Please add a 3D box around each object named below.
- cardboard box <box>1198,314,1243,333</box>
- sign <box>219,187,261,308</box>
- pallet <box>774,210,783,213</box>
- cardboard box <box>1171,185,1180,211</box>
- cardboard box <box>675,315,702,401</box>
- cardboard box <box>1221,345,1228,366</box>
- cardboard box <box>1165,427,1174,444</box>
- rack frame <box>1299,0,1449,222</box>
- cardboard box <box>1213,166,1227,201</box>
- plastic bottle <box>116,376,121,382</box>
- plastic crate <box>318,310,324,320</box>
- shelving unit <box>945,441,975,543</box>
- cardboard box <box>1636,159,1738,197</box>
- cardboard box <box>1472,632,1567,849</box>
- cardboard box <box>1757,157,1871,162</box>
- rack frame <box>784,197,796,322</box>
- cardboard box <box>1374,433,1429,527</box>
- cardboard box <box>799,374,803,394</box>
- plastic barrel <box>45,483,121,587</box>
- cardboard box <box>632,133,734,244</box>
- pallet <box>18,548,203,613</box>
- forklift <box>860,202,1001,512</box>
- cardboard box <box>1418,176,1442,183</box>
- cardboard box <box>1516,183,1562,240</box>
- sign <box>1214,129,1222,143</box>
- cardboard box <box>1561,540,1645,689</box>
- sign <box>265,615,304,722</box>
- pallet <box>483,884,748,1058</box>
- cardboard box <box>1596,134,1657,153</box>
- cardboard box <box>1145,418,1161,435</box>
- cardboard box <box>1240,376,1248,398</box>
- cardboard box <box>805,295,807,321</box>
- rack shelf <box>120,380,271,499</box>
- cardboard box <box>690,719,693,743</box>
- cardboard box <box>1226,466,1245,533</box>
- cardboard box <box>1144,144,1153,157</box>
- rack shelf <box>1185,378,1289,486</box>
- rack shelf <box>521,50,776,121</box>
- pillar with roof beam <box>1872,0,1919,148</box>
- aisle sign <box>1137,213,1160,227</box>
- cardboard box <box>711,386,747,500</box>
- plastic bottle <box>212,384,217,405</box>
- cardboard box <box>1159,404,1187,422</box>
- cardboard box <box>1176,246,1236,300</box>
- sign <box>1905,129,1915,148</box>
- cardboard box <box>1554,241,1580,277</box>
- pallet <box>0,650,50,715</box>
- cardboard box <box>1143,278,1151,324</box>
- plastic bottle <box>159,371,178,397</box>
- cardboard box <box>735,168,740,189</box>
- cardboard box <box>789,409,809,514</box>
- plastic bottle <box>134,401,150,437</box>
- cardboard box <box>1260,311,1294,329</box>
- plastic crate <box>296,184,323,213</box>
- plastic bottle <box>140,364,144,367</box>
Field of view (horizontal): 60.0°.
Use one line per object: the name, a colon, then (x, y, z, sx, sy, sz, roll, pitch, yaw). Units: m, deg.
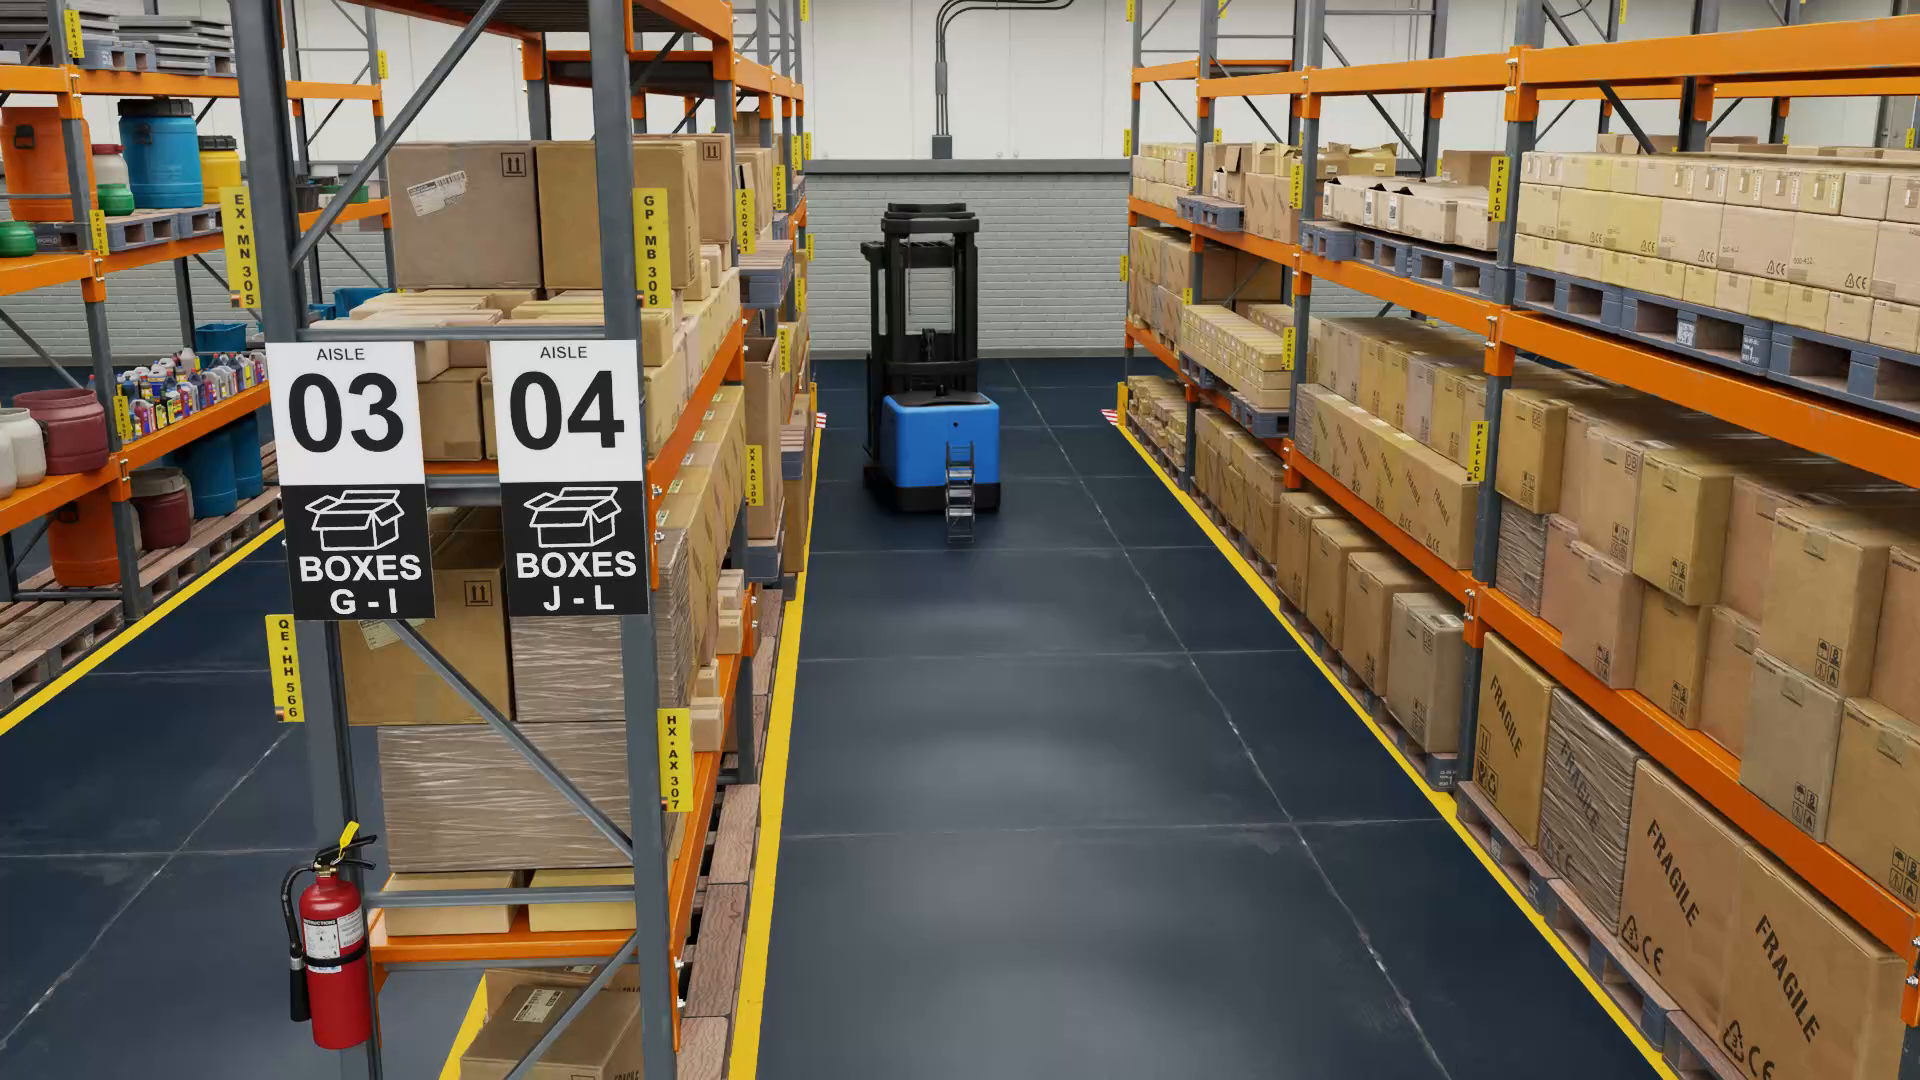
cardboard box: (2.437, -2.022, 15.556, 0.380, 0.149, 0.250, -1, 14, -4)
sign: (-1.946, -0.794, 4.521, 0.100, 0.325, 0.005, -1, 14, -3)
pallet: (-2.052, -2.705, 14.102, 1.003, 0.211, 1.213, 0, 14, -1)
cardboard box: (2.503, -3.575, 17.405, 0.500, 0.250, 0.500, -1, 14, -4)
cardboard box: (-1.228, -0.672, 6.123, 0.500, 0.250, 0.500, -1, 14, -4)
cardboard box: (2.503, -1.620, 14.591, 0.380, 0.149, 0.250, -1, 14, -2)
cardboard box: (2.422, -1.126, 17.889, 0.380, 0.149, 0.250, -1, 14, -5)
rack frame: (3.070, -3.863, 12.205, 1.000, 3.000, 0.127, -1, 14, -3)
cardboard box: (2.667, -3.343, 15.540, 0.500, 0.311, 0.500, -1, 14, -4)
plastic bottle: (-7.372, -1.300, 14.540, 0.097, 0.271, 0.097, 0, 14, 0)
plastic crate: (-7.598, -2.537, 19.306, 0.416, 0.233, 0.300, -1, 14, -3)
shelving unit: (0.000, -0.438, 15.146, 0.258, 0.900, 0.210, -1, 14, -3)
cardboard box: (3.081, -1.520, 6.977, 0.380, 0.149, 0.250, -1, 14, -4)
cardboard box: (3.287, 1.020, 8.686, 0.875, 0.875, 0.875, -1, 14, -3)
cardboard box: (3.722, -1.594, 7.265, 0.380, 0.149, 0.250, -1, 14, -3)
rack frame: (-2.134, -1.901, 16.619, 1.000, 3.000, 0.127, -1, 14, -3)
cardboard box: (2.956, -0.388, 10.539, 0.500, 0.500, 0.500, -1, 14, -3)
cardboard box: (-2.095, -1.241, 17.474, 0.875, 0.875, 0.875, -1, 14, -3)
plastic barrel: (-6.877, -0.104, 13.145, 0.600, 0.830, 0.708, -1, 14, -3)
cardboard box: (-1.356, -1.691, 7.981, 0.500, 0.500, 0.500, -1, 14, -5)
pallet: (-6.920, 0.325, 13.562, 1.003, 0.211, 1.213, -1, 14, -3)
forklift: (-0.413, -2.014, 17.197, 1.130, 2.935, 3.031, -3, 15, -12)
cardboard box: (3.434, -2.364, 11.532, 0.500, 0.311, 0.500, -1, 14, -3)
cardboard box: (3.069, -1.613, 8.139, 0.500, 0.250, 0.500, -1, 14, -3)
sign: (3.130, -4.832, 20.215, 0.100, 0.325, 0.005, -1, 14, -3)
cardboard box: (3.325, 0.329, 7.652, 0.875, 0.550, 0.550, -1, 14, -3)
sign: (-1.946, 0.373, 4.822, 0.100, 0.325, 0.005, -1, 14, -3)
pallet: (-1.483, 1.910, 7.404, 1.003, 0.211, 1.213, -1, 14, -3)
cardboard box: (7.484, -4.298, 18.671, 0.500, 0.500, 0.500, -1, 14, -2)
cardboard box: (2.354, -1.319, 19.234, 0.380, 0.149, 0.250, -2, 15, -6)
cardboard box: (2.551, -1.281, 13.869, 0.380, 0.149, 0.250, -1, 14, -2)
cardboard box: (-2.057, -2.725, 19.524, 0.500, 0.250, 0.500, -1, 14, -4)
rack shelf: (-6.954, -0.979, 14.478, 1.077, 0.370, 4.000, -1, 14, -3)
cardboard box: (-1.255, 0.820, 6.548, 0.380, 0.149, 0.250, -1, 14, -3)
cardboard box: (2.691, -0.371, 14.844, 0.500, 0.500, 0.500, -2, 15, -6)
cardboard box: (2.323, -4.486, 19.142, 0.380, 0.149, 0.250, -1, 14, -3)
rack shelf: (2.946, -1.107, 14.975, 1.077, 0.370, 4.000, -1, 14, -3)
rack shelf: (-1.763, -2.772, 10.211, 1.077, 0.370, 4.000, -1, 14, -3)
pillar with roof beam: (8.898, -6.650, 23.035, 9.100, 9.000, 0.400, -1, 14, -3)
aisle sign: (2.271, -4.220, 20.414, 0.394, 0.787, 0.004, -1, 14, -3)
cardboard box: (-1.336, -0.480, 8.293, 0.500, 0.500, 0.500, -1, 14, -3)
plastic bottle: (-6.620, -1.299, 14.679, 0.097, 0.201, 0.097, 0, 14, 0)
cardboard box: (2.415, -1.404, 18.372, 0.380, 0.149, 0.250, -2, 15, -6)
cardboard box: (2.523, -2.742, 17.083, 0.500, 0.500, 0.500, -1, 14, -5)
sign: (11.921, -4.994, 20.866, 0.100, 0.325, 0.005, -1, 14, -3)
cardboard box: (3.033, -1.323, 7.815, 0.380, 0.149, 0.250, -1, 14, -4)
pallet: (-6.748, 1.017, 10.875, 1.003, 0.211, 1.213, -1, 14, -3)
cardboard box: (2.403, -2.769, 19.195, 0.500, 0.500, 0.500, -1, 14, -3)
plastic bottle: (-6.770, -1.267, 14.255, 0.144, 0.351, 0.185, -1, 14, -3)
cardboard box: (-1.569, -1.736, 8.907, 0.797, 0.503, 0.637, -2, 15, -6)
cardboard box: (-2.019, -0.694, 15.350, 1.225, 0.875, 0.875, -1, 14, -5)
plastic bottle: (-6.509, -0.968, 13.228, 0.061, 0.283, 0.133, -1, 14, -3)
cardboard box: (3.074, -2.094, 15.838, 0.380, 0.149, 0.250, -1, 14, -5)
plastic crate: (-6.881, -3.527, 17.181, 0.497, 0.269, 0.590, -1, 14, -3)
plastic bottle: (-7.426, -1.449, 15.097, 0.061, 0.283, 0.133, -1, 14, -3)
